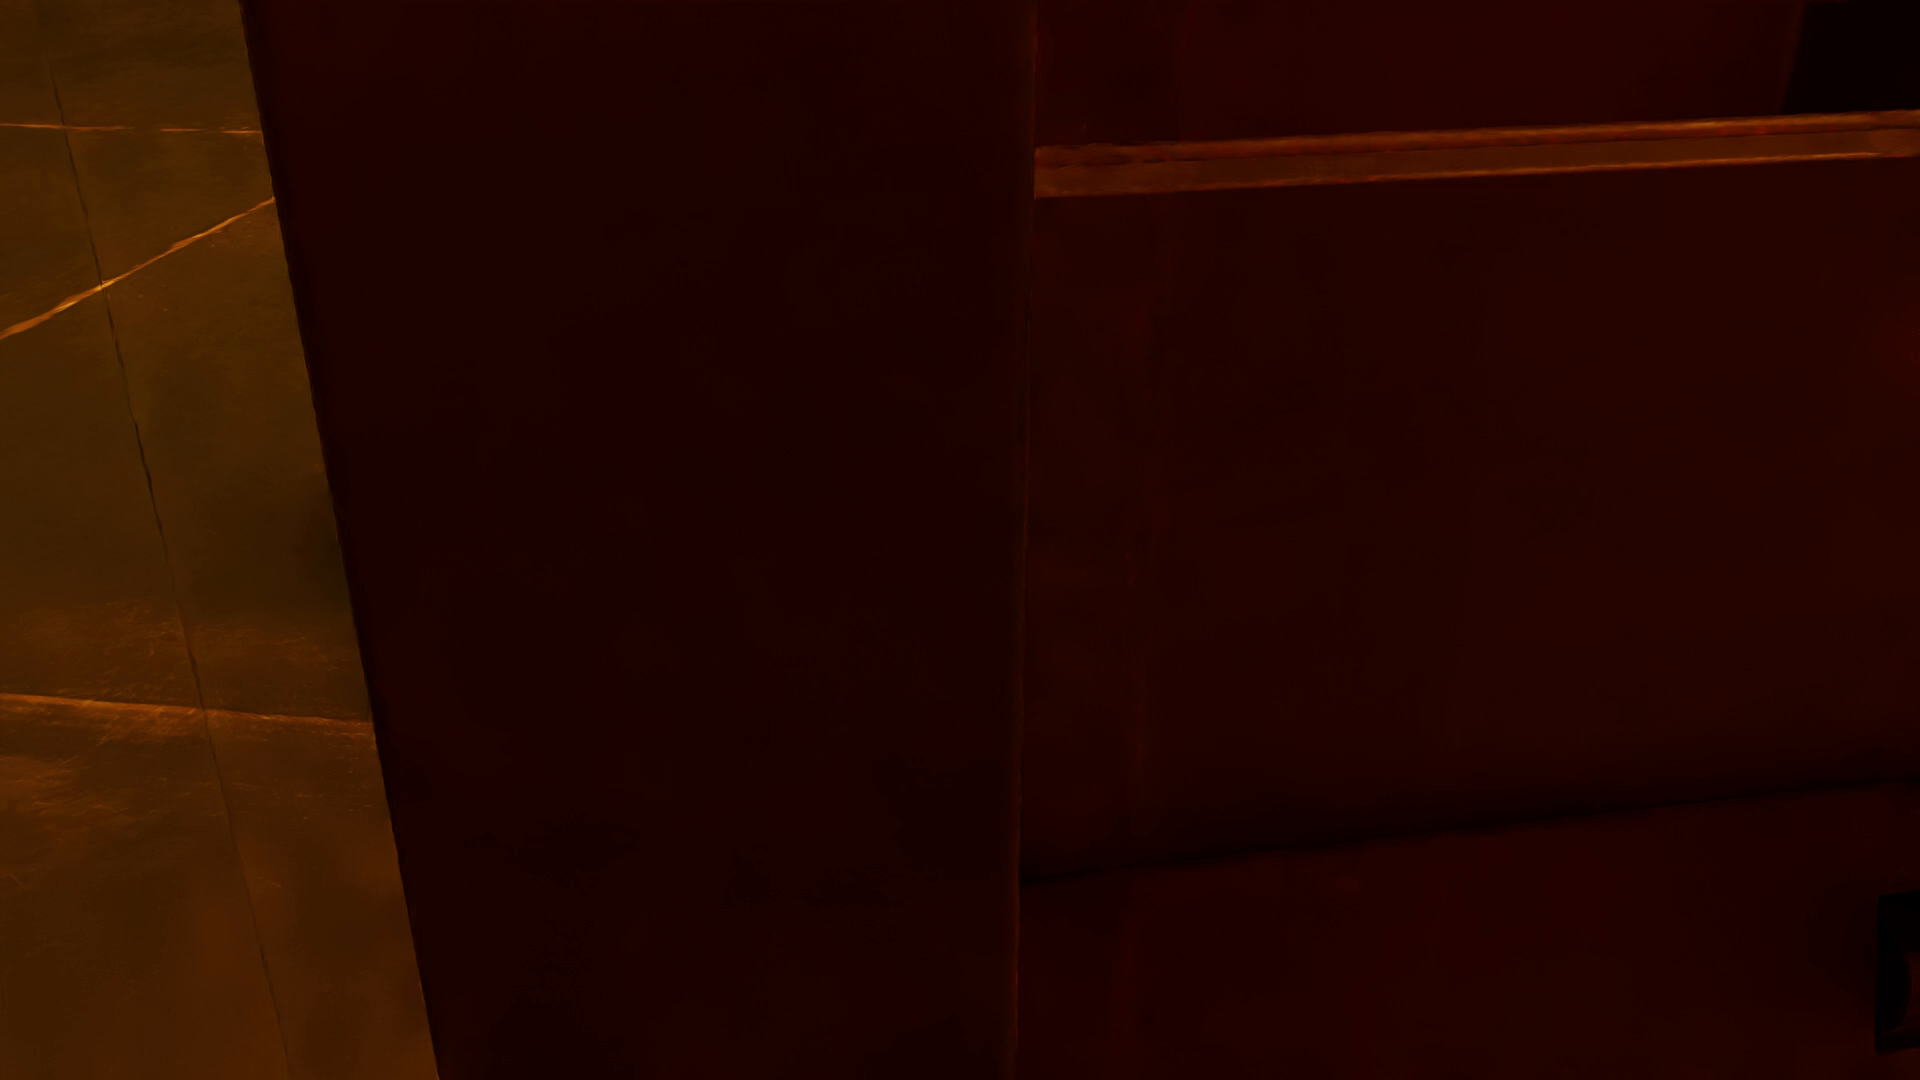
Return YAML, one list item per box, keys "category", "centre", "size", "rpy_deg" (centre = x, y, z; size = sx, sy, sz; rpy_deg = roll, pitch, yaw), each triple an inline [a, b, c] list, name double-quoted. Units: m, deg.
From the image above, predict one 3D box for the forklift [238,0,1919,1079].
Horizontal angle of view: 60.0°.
- category: "forklift"
  centre: [0.420, -0.514, 0.247]
  size: [1.130, 2.935, 3.031]
  rpy_deg: [-5, 27, -9]
